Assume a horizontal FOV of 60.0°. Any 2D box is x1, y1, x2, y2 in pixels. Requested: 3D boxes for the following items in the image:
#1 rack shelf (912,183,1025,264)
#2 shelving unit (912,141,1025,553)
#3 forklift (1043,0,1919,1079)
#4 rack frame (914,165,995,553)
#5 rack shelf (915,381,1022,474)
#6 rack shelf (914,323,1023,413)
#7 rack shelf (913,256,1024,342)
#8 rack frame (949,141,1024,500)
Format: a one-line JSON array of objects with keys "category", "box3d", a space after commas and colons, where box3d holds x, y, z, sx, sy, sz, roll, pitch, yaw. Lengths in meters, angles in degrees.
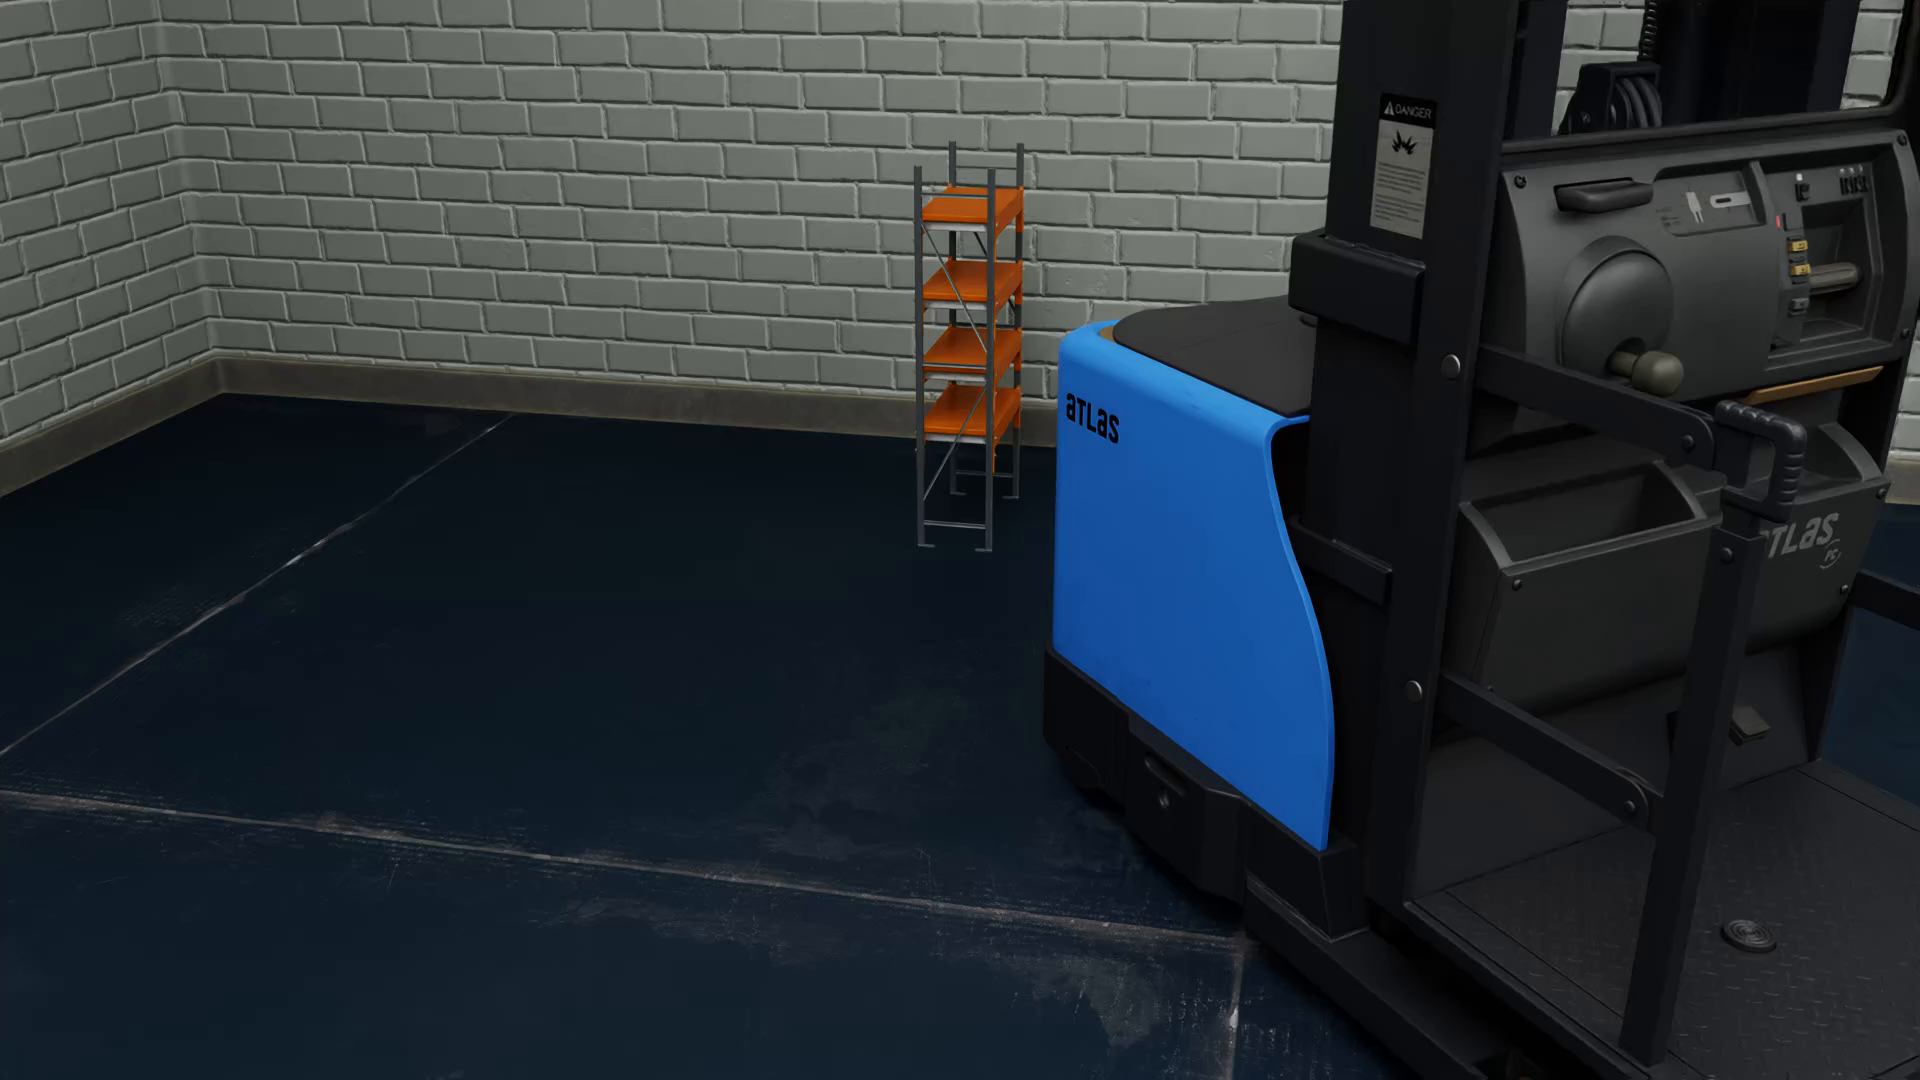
[{"category": "rack shelf", "box3d": [0.034, -0.982, 5.133, 0.258, 0.148, 0.480, 4, 22, 11]}, {"category": "shelving unit", "box3d": [0.034, -0.617, 5.280, 0.258, 1.200, 0.503, 4, 22, 11]}, {"category": "forklift", "box3d": [1.331, -0.431, 2.500, 1.130, 2.935, 3.031, -11, 24, -26]}, {"category": "rack frame", "box3d": [-0.016, -0.528, 5.058, 0.240, 1.200, 0.015, 4, 22, 11]}, {"category": "rack shelf", "box3d": [0.034, -0.371, 5.379, 0.258, 0.148, 0.480, 4, 22, 11]}, {"category": "rack shelf", "box3d": [0.034, -0.555, 5.305, 0.258, 0.148, 0.480, 4, 22, 11]}, {"category": "rack shelf", "box3d": [0.034, -0.762, 5.221, 0.258, 0.148, 0.480, 4, 22, 11]}, {"category": "rack frame", "box3d": [0.084, -0.706, 5.501, 0.240, 1.200, 0.015, 4, 22, 11]}]
